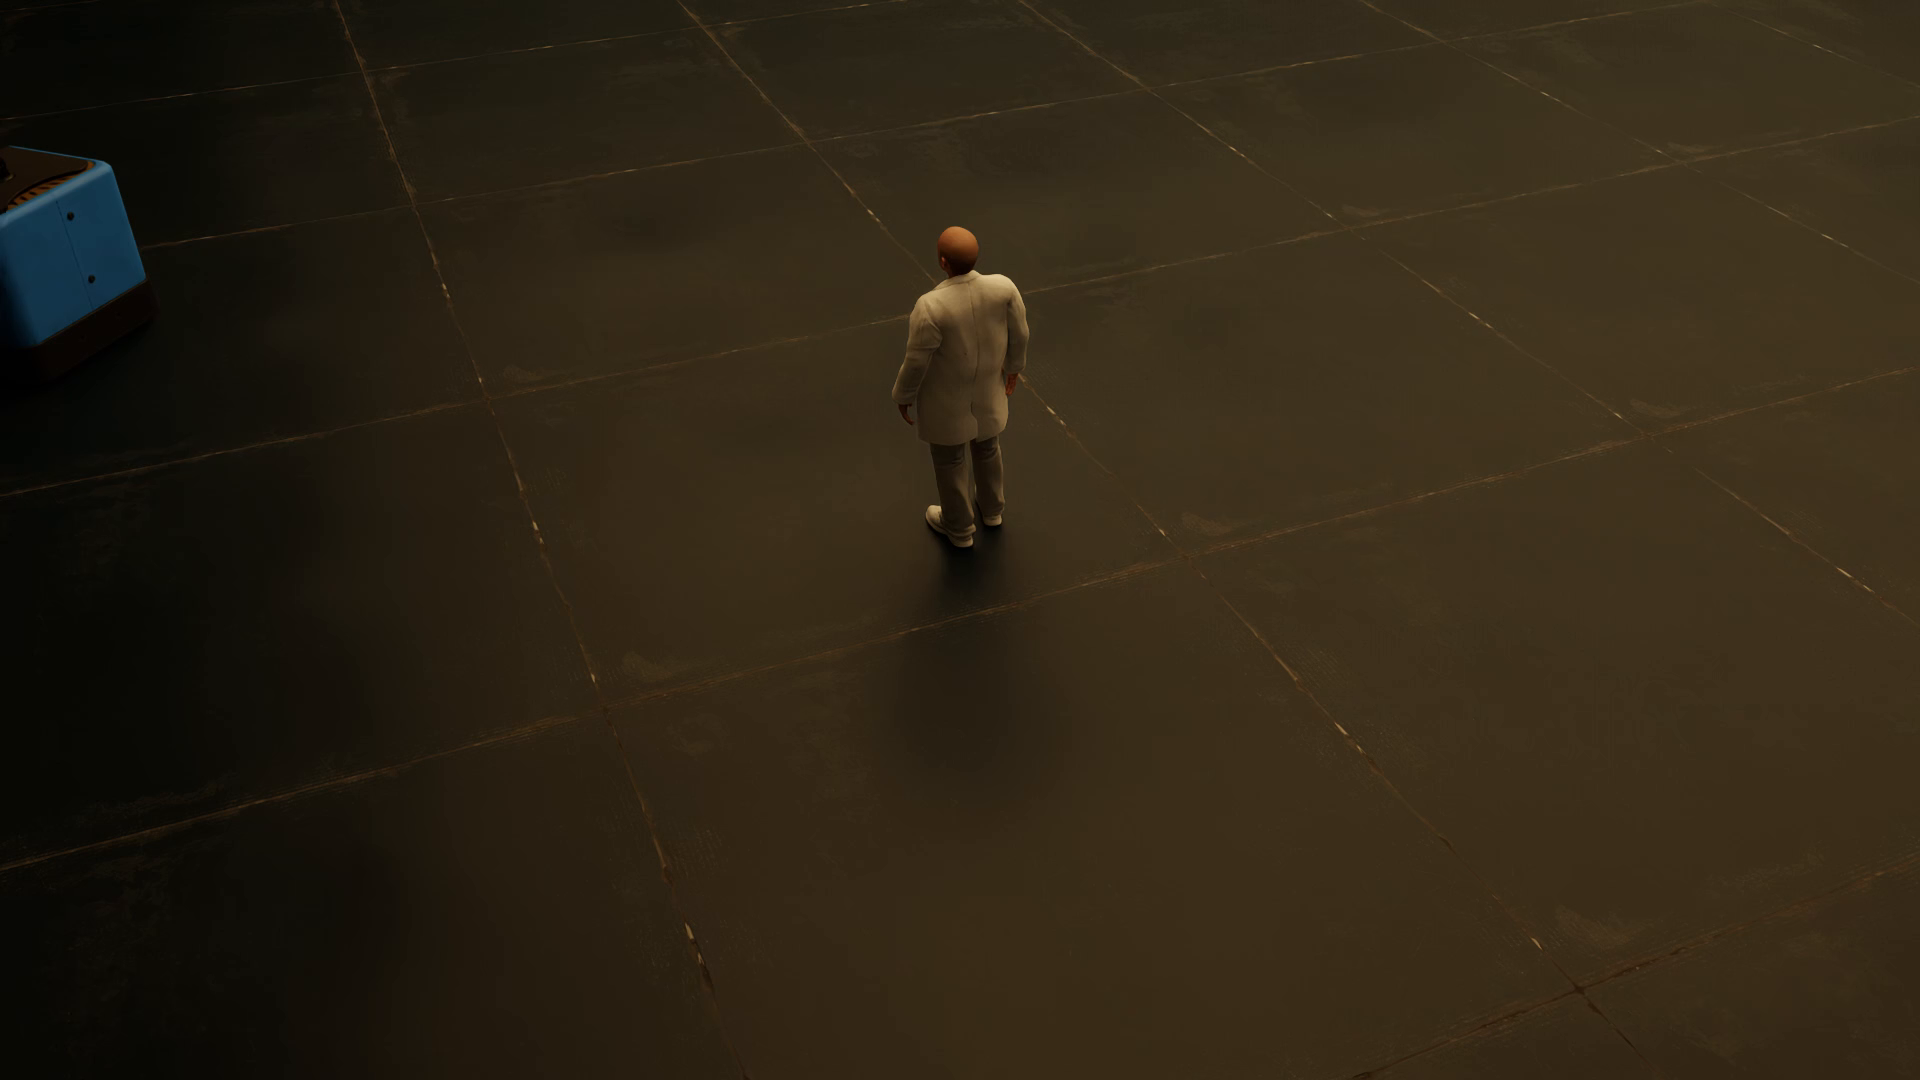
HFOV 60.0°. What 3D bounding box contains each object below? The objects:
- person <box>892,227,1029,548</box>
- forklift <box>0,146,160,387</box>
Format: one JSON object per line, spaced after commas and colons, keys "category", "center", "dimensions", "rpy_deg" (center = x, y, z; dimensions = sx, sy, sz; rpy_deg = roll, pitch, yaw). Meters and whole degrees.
{"category": "person", "center": [-0.031, -0.779, 8.178], "dimensions": [0.696, 1.775, 0.581], "rpy_deg": [-14, 38, -19]}
{"category": "forklift", "center": [-6.643, -2.615, 9.776], "dimensions": [3.031, 2.935, 1.130], "rpy_deg": [12, 37, 16]}
